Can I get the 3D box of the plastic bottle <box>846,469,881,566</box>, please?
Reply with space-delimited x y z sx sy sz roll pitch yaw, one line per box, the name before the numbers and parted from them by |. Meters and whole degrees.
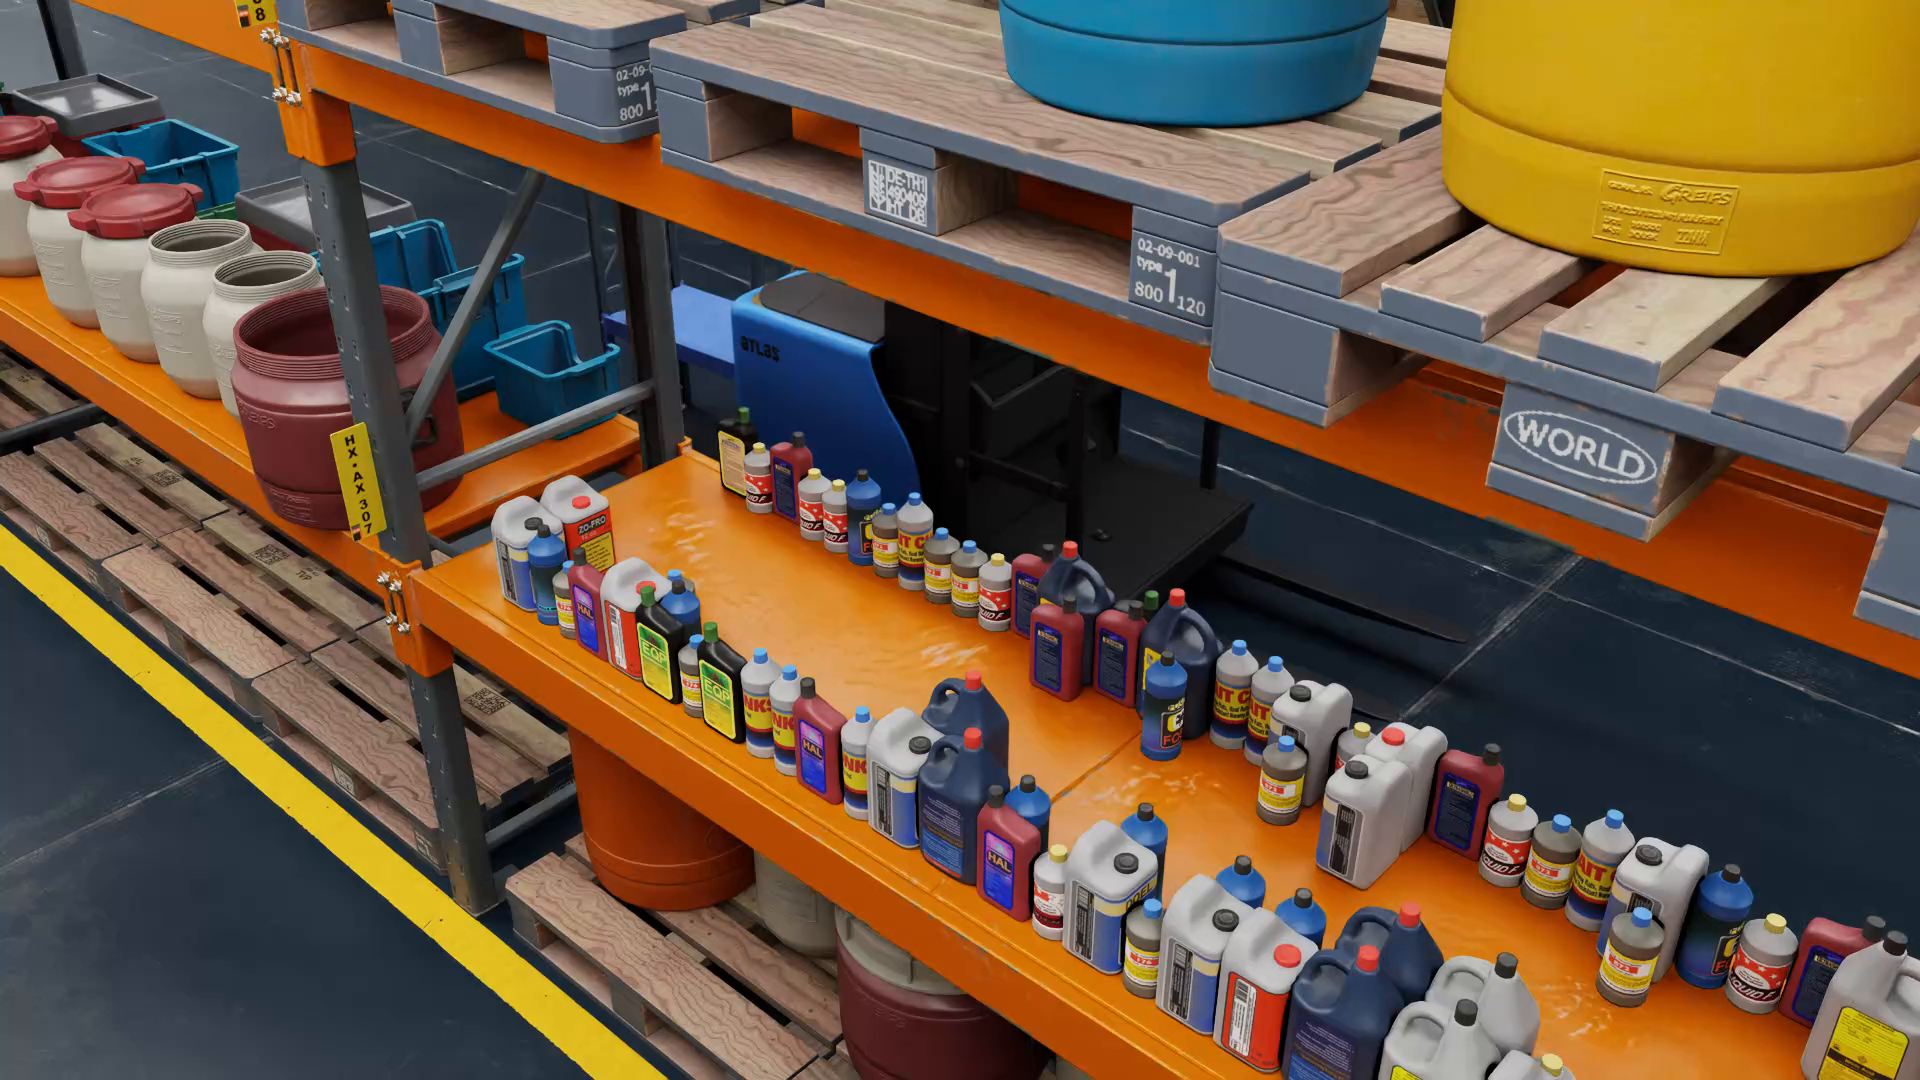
plastic bottle | -0.264 -0.069 4.581 0.097 0.271 0.097 0 31 0

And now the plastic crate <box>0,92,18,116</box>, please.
plastic crate | -4.507 -1.883 7.530 0.504 0.338 0.767 25 39 35

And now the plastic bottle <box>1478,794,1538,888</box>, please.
plastic bottle | 1.156 0.624 3.498 0.097 0.201 0.097 0 31 0

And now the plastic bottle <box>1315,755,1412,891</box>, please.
plastic bottle | 0.851 0.574 3.508 0.135 0.276 0.152 25 39 35

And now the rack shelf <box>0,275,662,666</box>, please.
rack shelf | -2.722 -0.679 6.168 4.000 0.370 1.077 25 39 35

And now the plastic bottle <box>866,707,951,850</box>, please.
plastic bottle | -0.107 0.511 3.613 0.135 0.276 0.152 25 39 35

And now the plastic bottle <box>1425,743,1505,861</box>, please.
plastic bottle | 1.083 0.542 3.555 0.133 0.283 0.061 25 39 35

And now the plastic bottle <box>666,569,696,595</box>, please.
plastic bottle | -0.722 0.169 4.253 0.097 0.201 0.097 0 31 0

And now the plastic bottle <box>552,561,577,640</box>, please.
plastic bottle | -0.995 0.147 4.289 0.097 0.201 0.097 0 31 0

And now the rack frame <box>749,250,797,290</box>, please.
rack frame | -0.712 -0.909 7.305 0.032 1.500 0.500 22 37 32

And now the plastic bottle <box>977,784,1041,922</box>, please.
plastic bottle | 0.099 0.636 3.399 0.133 0.283 0.061 25 39 35

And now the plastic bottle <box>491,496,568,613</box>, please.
plastic bottle | -1.135 0.031 4.410 0.135 0.276 0.152 25 39 35

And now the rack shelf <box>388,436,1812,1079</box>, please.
rack shelf | 0.244 0.705 3.868 4.000 0.370 1.077 25 39 35

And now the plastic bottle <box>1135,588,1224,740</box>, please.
plastic bottle | 0.521 0.279 3.925 0.185 0.351 0.144 25 39 35

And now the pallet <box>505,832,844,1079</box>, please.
pallet | -0.626 1.156 5.125 1.213 0.211 1.003 25 39 35

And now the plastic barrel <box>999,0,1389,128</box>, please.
plastic barrel | 0.359 -1.123 2.405 0.708 0.901 0.600 25 39 35

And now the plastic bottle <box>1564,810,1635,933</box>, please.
plastic bottle | 1.300 0.661 3.368 0.097 0.271 0.097 0 31 0

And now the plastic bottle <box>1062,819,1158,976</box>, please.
plastic bottle | 0.301 0.702 3.297 0.135 0.276 0.152 25 39 35

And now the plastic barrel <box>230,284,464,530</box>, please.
plastic barrel | -1.786 -0.398 4.871 0.708 0.536 0.600 25 39 35

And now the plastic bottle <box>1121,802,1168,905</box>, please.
plastic bottle | 0.371 0.649 3.388 0.097 0.271 0.097 0 31 0

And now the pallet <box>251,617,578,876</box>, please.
pallet | -1.787 0.616 6.021 1.213 0.211 1.003 25 39 35

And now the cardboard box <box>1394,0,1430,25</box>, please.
cardboard box | 3.768 -3.986 12.959 0.500 0.500 0.700 26 39 36

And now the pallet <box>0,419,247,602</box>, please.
pallet | -3.596 -0.228 7.424 1.213 0.211 1.003 25 39 35

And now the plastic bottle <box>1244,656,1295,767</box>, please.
plastic bottle | 0.713 0.387 3.824 0.097 0.271 0.097 0 31 0

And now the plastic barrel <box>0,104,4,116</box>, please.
plastic barrel | -4.122 -1.645 6.588 0.708 0.901 0.600 25 39 35

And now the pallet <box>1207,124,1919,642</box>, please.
pallet | 1.080 -0.349 2.196 1.003 0.211 1.213 25 39 35

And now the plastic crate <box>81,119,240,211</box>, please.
plastic crate | -3.178 -1.410 6.699 0.575 0.384 0.392 25 39 35

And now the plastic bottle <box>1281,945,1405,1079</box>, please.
plastic bottle | 0.689 0.853 2.972 0.185 0.351 0.144 25 39 35

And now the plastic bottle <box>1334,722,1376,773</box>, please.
plastic bottle | 0.885 0.497 3.708 0.097 0.201 0.097 0 31 0

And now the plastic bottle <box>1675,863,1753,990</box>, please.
plastic bottle | 1.472 0.741 3.235 0.097 0.271 0.097 0 31 0

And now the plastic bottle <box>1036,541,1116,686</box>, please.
plastic bottle | 0.285 0.169 4.108 0.185 0.351 0.144 25 39 35

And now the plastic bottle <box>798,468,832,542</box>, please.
plastic bottle | -0.408 -0.107 4.711 0.097 0.201 0.097 0 31 0

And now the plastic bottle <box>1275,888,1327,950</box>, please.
plastic bottle | 0.643 0.776 3.177 0.097 0.271 0.097 0 31 0

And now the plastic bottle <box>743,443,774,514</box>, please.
plastic bottle | -0.579 -0.186 4.844 0.097 0.201 0.097 0 31 0

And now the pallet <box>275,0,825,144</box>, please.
pallet | -0.737 -1.197 3.605 1.213 0.211 1.003 25 39 35

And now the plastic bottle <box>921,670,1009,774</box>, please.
plastic bottle | 0.011 0.431 3.673 0.185 0.351 0.144 25 39 35

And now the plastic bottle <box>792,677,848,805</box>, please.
plastic bottle | -0.309 0.445 3.715 0.133 0.283 0.061 25 39 35

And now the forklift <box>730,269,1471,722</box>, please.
forklift | 0.515 -1.049 6.151 3.031 2.935 1.130 22 37 32

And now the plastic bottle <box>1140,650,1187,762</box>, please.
plastic bottle | 0.472 0.375 3.844 0.097 0.271 0.097 0 31 0

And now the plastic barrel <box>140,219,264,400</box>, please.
plastic barrel | -2.457 -0.763 5.501 0.421 0.512 0.421 0 31 0

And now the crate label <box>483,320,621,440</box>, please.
crate label | -1.300 -0.513 5.356 0.416 0.233 0.303 25 39 35

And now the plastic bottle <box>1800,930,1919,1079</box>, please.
plastic bottle | 1.653 0.850 2.977 0.185 0.351 0.144 25 39 35

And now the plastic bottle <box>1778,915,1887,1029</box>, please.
plastic bottle | 1.642 0.803 3.121 0.133 0.283 0.061 25 39 35

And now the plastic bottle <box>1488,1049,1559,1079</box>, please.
plastic bottle | 0.947 1.003 2.796 0.135 0.276 0.152 25 39 35

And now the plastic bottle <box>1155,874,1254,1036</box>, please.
plastic bottle | 0.473 0.782 3.163 0.135 0.276 0.152 25 39 35

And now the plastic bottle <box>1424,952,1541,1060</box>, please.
plastic bottle | 0.922 0.862 2.958 0.185 0.351 0.144 25 39 35

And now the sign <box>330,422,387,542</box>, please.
sign | -1.603 -0.152 4.437 0.005 0.325 0.100 25 39 35

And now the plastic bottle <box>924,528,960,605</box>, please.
plastic bottle | -0.048 0.062 4.431 0.097 0.201 0.097 0 31 0

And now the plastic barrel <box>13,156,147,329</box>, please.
plastic barrel | -3.099 -1.069 5.986 0.433 0.535 0.433 0 31 0

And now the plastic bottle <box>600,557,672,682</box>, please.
plastic bottle | -0.792 0.191 4.144 0.135 0.276 0.152 25 39 35

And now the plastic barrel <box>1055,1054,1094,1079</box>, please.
plastic barrel | 0.451 1.306 4.178 0.421 0.512 0.421 0 31 0

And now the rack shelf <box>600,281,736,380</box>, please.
rack shelf | -1.114 -0.915 7.665 1.000 0.185 0.538 22 37 32

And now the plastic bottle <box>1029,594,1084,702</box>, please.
plastic bottle | 0.235 0.246 4.046 0.133 0.283 0.061 25 39 35

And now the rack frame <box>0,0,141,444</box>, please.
rack frame | -4.205 -1.680 7.132 0.127 3.000 1.000 25 39 35

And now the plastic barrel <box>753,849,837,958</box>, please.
plastic barrel | -0.386 0.915 4.827 0.421 0.512 0.421 0 31 0

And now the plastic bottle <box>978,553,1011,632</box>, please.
plastic bottle | 0.097 0.129 4.320 0.097 0.201 0.097 0 31 0

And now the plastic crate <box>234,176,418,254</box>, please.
plastic crate | -2.232 -0.999 5.939 0.583 0.464 0.402 25 39 35

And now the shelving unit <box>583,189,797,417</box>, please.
shelving unit | -1.114 -1.069 7.572 1.048 1.500 0.538 22 37 32

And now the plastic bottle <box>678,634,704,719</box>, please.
plastic bottle | -0.626 0.320 4.003 0.097 0.201 0.097 0 31 0

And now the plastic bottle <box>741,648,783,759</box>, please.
plastic bottle | -0.454 0.370 3.852 0.097 0.271 0.097 0 31 0
